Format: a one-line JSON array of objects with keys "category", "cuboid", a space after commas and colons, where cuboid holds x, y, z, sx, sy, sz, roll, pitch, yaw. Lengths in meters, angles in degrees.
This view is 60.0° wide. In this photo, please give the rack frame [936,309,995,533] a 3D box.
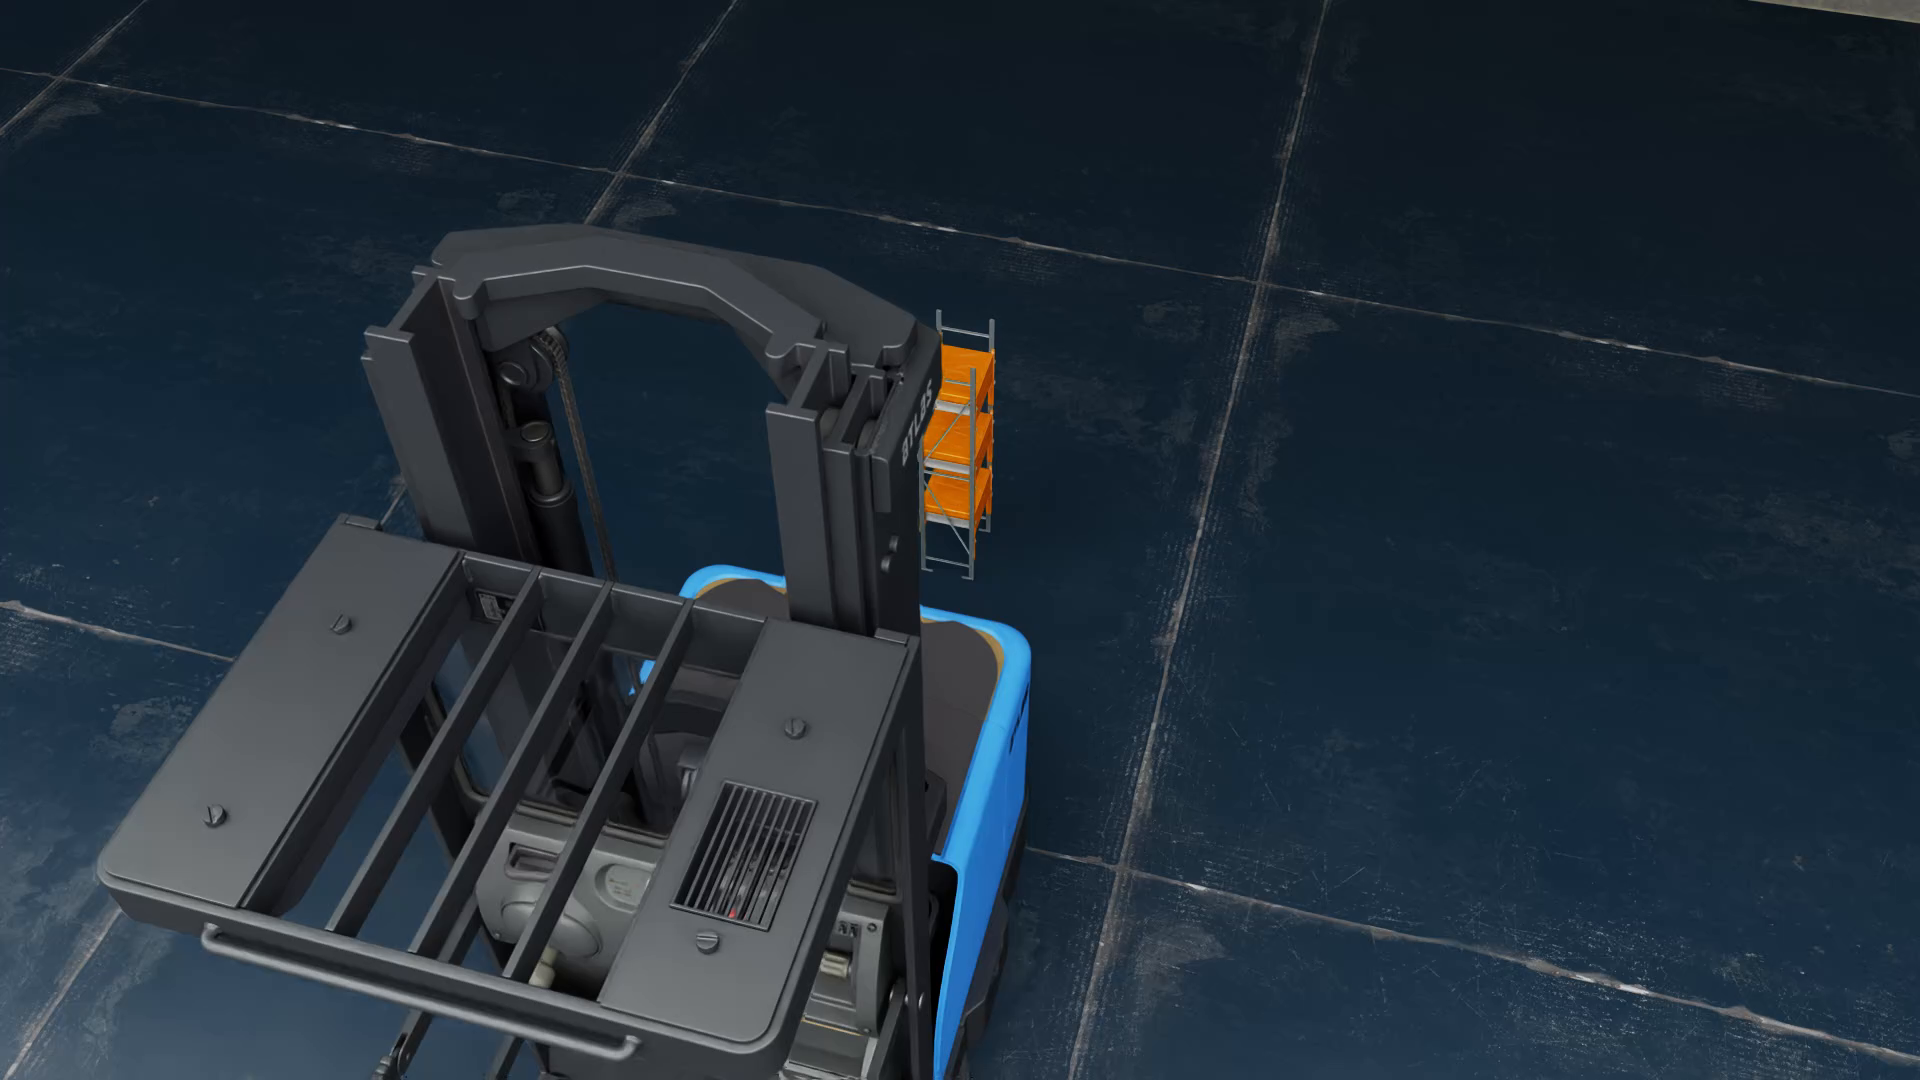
[{"category": "rack frame", "cuboid": [0.018, -0.397, 5.900, 0.200, 1.050, 0.008, 12, 50, 10]}]

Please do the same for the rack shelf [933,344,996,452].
[{"category": "rack shelf", "cuboid": [-0.014, -0.489, 5.617, 0.215, 0.259, 0.240, 12, 50, 10]}]

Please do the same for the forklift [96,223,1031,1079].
[{"category": "forklift", "cuboid": [-0.668, 0.957, 3.450, 1.130, 2.935, 3.031, 12, 50, 10]}]

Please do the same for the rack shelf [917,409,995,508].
[{"category": "rack shelf", "cuboid": [-0.014, -0.302, 5.830, 0.215, 0.259, 0.240, 12, 50, 10]}]

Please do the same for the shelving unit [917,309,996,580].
[{"category": "shelving unit", "cuboid": [-0.014, -0.309, 5.822, 0.215, 1.050, 0.252, 12, 50, 10]}]

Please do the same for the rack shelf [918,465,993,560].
[{"category": "rack shelf", "cuboid": [-0.014, -0.118, 6.039, 0.215, 0.259, 0.240, 12, 50, 10]}]

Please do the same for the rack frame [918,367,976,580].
[{"category": "rack frame", "cuboid": [-0.046, -0.220, 5.744, 0.200, 1.050, 0.008, 12, 50, 10]}]
